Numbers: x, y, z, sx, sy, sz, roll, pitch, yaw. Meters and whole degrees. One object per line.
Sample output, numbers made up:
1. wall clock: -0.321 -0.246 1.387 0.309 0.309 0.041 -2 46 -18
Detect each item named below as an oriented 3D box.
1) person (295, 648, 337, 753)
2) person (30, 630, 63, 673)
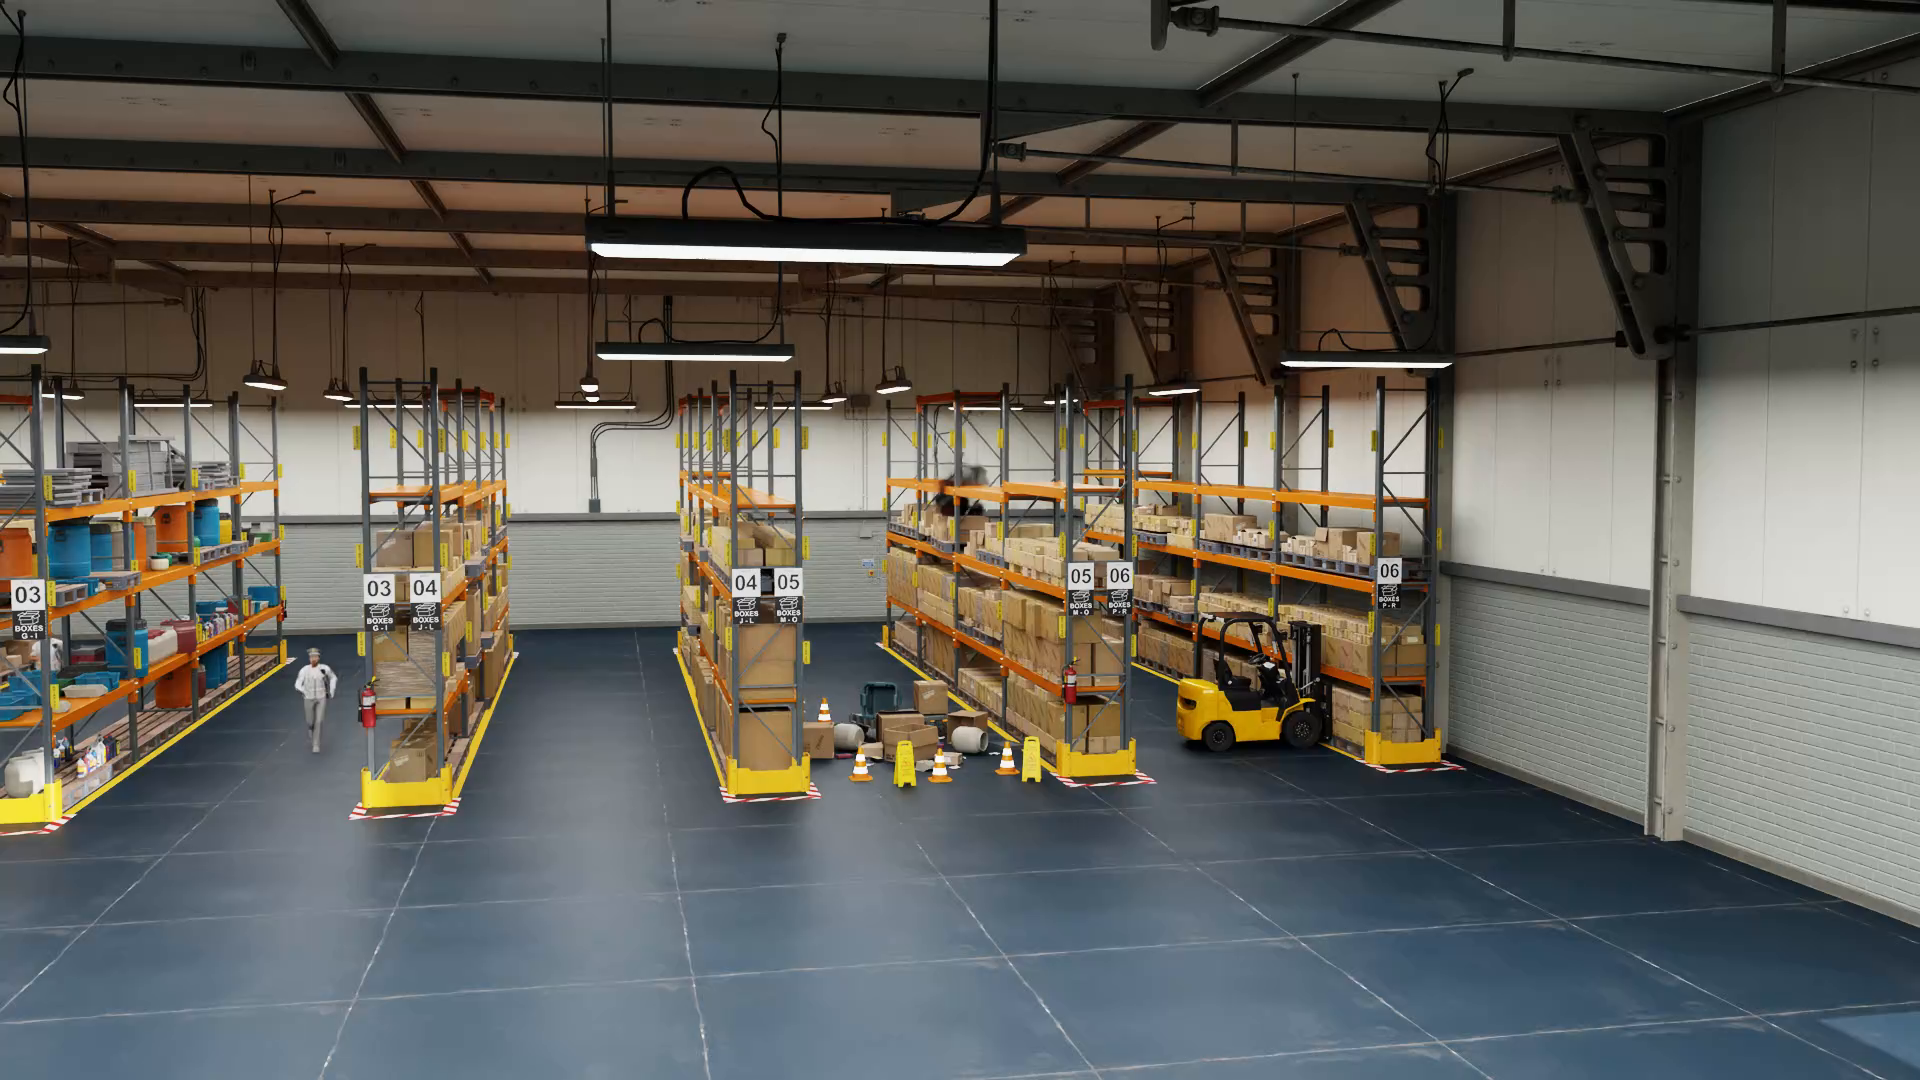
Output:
1. person: -10.390 2.565 26.847 0.630 1.656 0.949 -1 4 -18
2. person: -16.392 2.406 29.916 0.583 1.725 0.746 -1 4 -16
